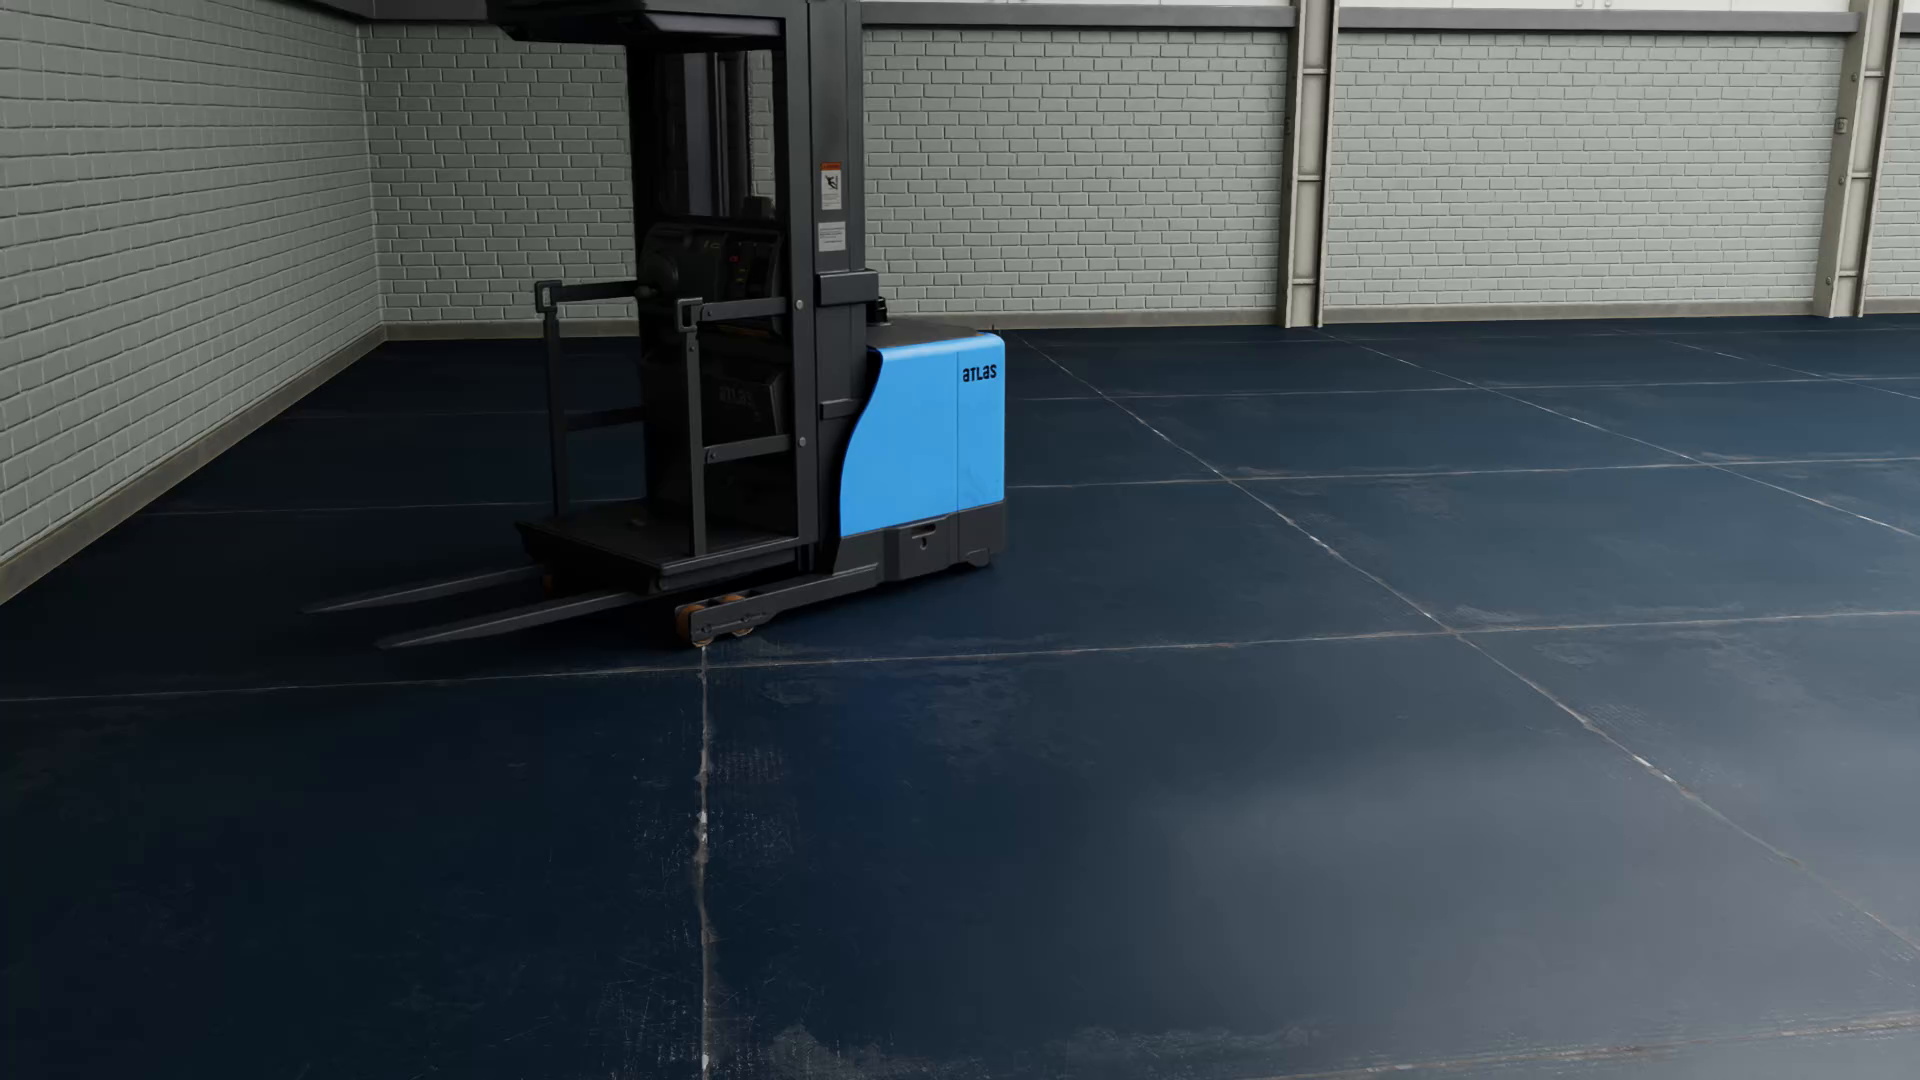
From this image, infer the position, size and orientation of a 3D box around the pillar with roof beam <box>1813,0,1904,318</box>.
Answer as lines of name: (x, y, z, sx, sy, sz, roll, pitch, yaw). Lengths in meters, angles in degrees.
pillar with roof beam: (10.022, -5.730, 12.570, 0.400, 9.000, 9.100, -2, 14, -8)

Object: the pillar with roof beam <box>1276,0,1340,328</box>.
pillar with roof beam: (4.089, -5.512, 11.703, 0.400, 9.000, 9.100, -2, 14, -8)

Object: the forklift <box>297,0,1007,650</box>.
forklift: (-1.183, -1.143, 6.754, 3.031, 2.935, 1.130, -14, 19, -43)

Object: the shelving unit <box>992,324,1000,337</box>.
shelving unit: (0.053, -0.511, 8.102, 0.252, 1.050, 0.215, -2, 14, -8)

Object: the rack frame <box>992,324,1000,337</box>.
rack frame: (0.174, -0.516, 8.120, 0.008, 1.050, 0.200, -2, 14, -8)

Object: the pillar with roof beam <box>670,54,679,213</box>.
pillar with roof beam: (-1.844, -5.295, 10.836, 0.400, 9.000, 9.100, -2, 14, -8)
